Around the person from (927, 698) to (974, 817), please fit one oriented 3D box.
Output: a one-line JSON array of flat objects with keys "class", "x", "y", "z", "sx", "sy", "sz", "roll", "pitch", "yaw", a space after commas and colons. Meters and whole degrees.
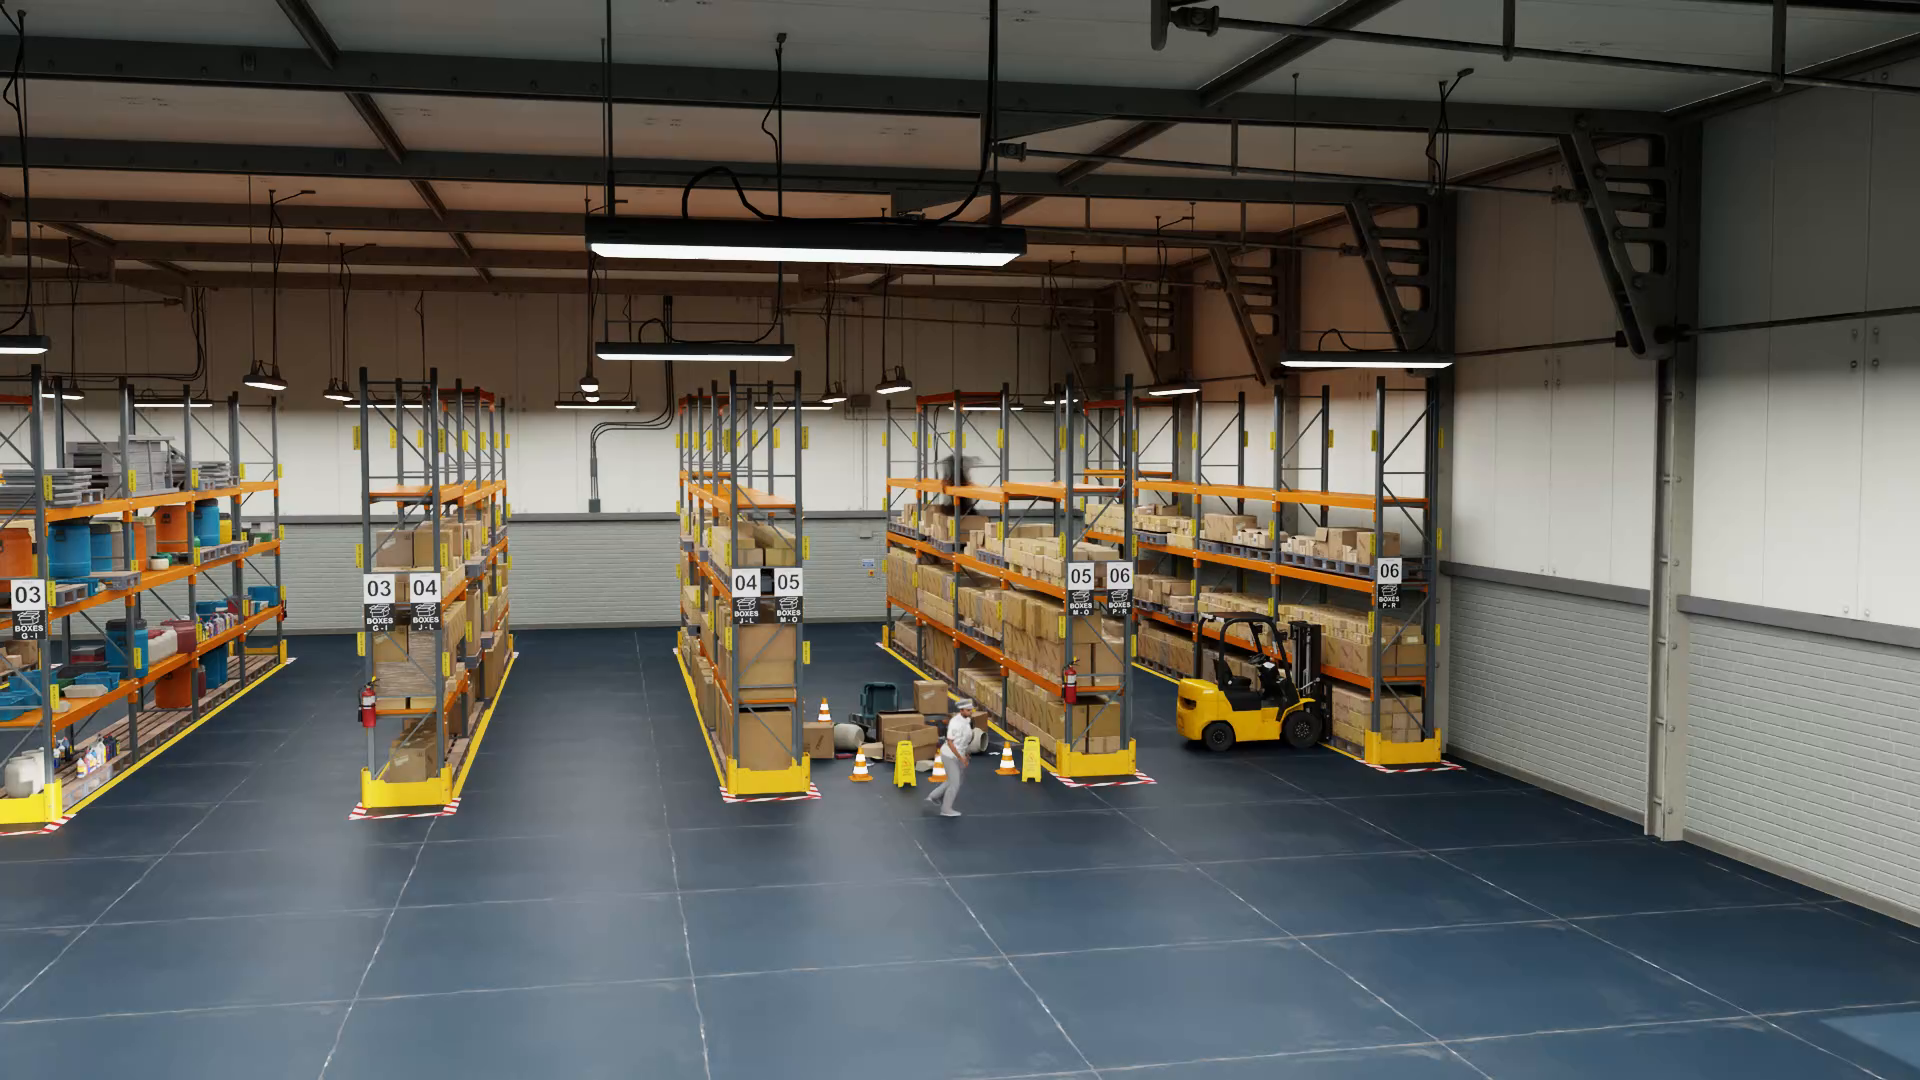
[{"class": "person", "x": -0.126, "y": 2.880, "z": 22.181, "sx": 0.719, "sy": 1.603, "sz": 0.553, "roll": 1, "pitch": 4, "yaw": 22}]
